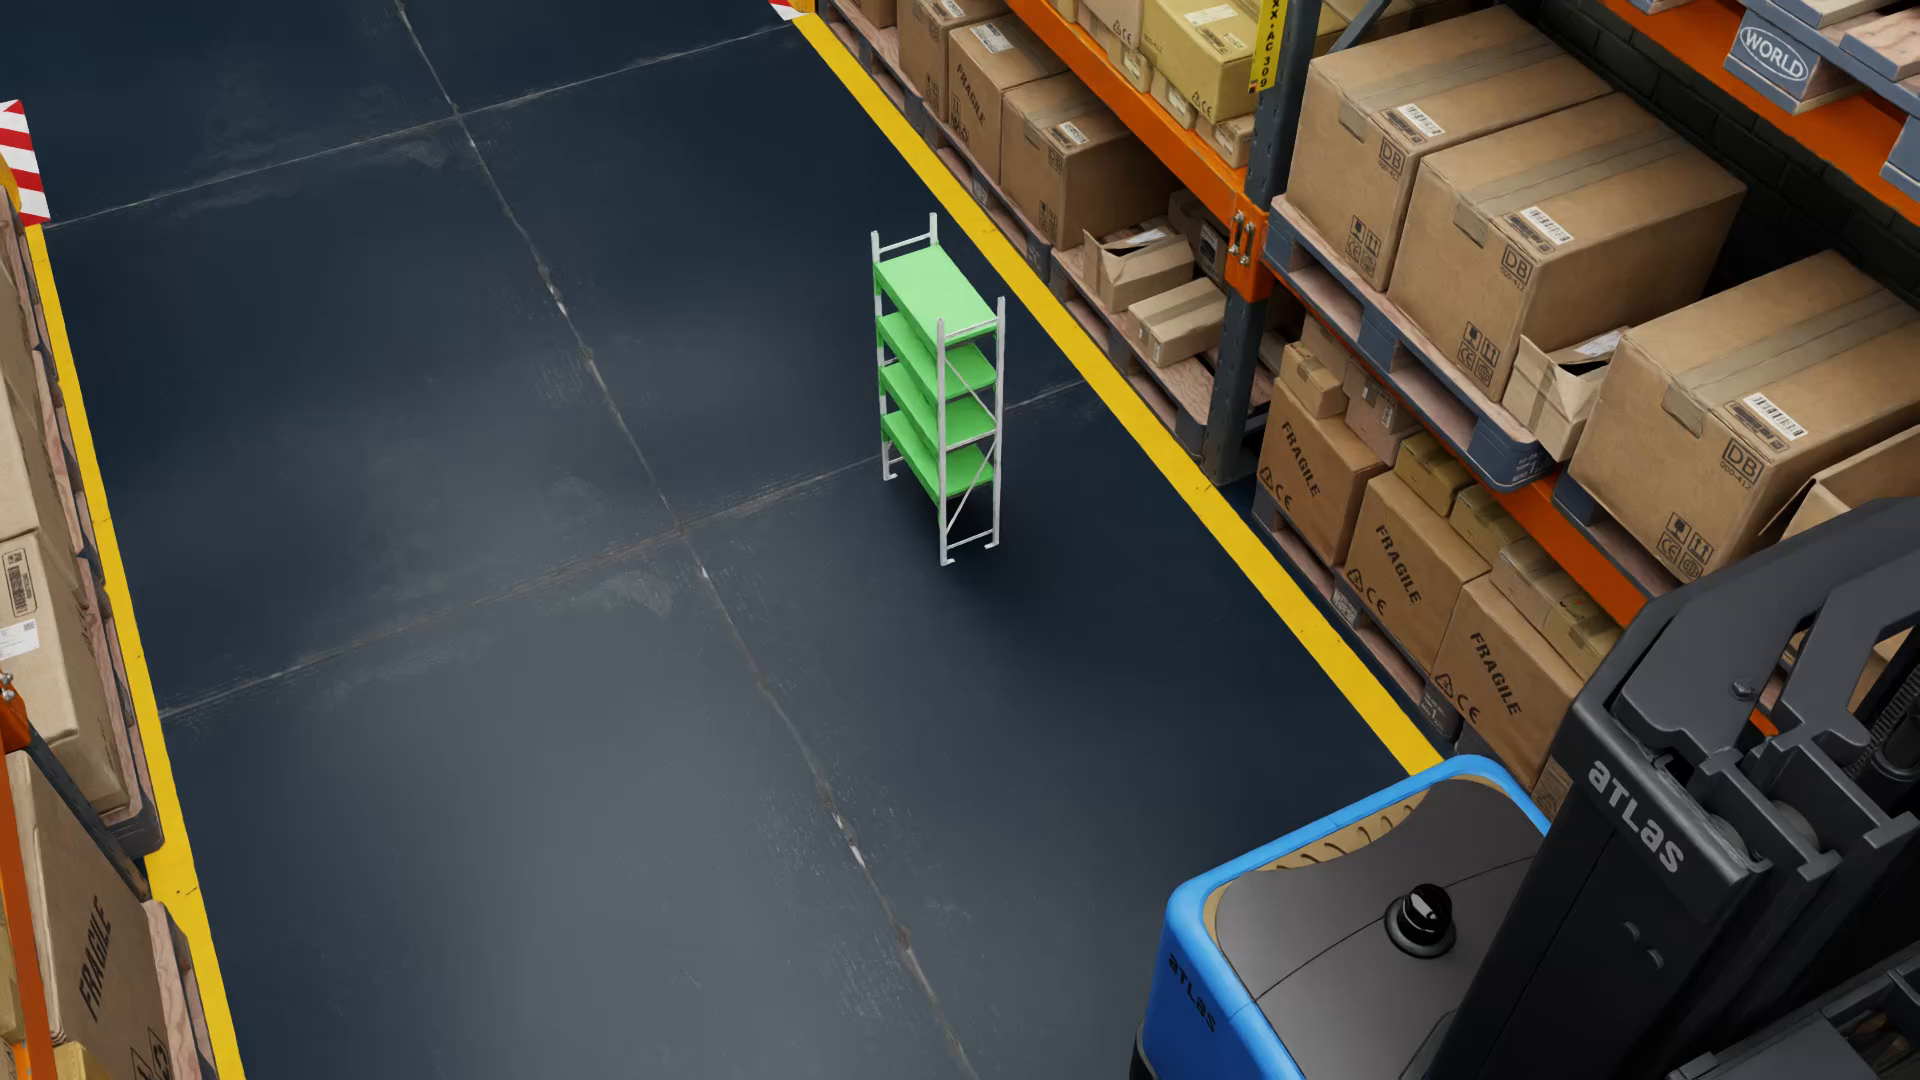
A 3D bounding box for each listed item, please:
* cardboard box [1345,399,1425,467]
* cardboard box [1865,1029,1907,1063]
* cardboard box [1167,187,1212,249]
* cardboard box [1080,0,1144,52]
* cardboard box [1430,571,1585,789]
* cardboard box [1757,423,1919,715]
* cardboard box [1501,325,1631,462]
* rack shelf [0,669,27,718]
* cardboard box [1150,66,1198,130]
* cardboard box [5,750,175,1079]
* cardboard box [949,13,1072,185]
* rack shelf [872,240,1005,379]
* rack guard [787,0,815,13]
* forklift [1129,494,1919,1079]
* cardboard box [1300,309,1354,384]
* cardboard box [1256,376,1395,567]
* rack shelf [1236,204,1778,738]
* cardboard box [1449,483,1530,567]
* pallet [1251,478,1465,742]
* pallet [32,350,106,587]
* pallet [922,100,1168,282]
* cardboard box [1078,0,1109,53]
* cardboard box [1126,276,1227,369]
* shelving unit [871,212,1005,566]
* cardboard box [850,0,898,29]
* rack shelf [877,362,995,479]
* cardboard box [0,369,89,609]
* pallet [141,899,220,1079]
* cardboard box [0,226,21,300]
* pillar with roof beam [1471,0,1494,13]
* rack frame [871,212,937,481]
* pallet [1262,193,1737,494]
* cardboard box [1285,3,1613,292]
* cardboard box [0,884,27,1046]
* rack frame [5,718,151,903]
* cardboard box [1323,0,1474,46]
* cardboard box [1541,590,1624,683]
[{"bbox_3d":[1.530,-0.437,5.590,0.380,0.149,0.250,-22,53,-19],"label":"cardboard box"},{"bbox_3d":[2.633,1.416,4.400,0.500,0.500,0.500,-22,52,-18],"label":"cardboard box"},{"bbox_3d":[1.116,-1.412,7.107,0.380,0.149,0.250,-22,52,-18],"label":"cardboard box"},{"bbox_3d":[0.714,-2.034,5.938,0.500,0.250,0.500,-21,52,-17],"label":"cardboard box"},{"bbox_3d":[1.905,0.376,5.310,0.500,0.500,0.500,-23,53,-19],"label":"cardboard box"},{"bbox_3d":[2.326,0.078,3.842,0.797,0.503,0.637,-22,52,-18],"label":"cardboard box"},{"bbox_3d":[1.701,-0.430,4.444,0.396,0.266,0.258,-19,51,-16],"label":"cardboard box"},{"bbox_3d":[-3.920,-0.788,5.424,1.077,0.370,4.000,-21,52,-18],"label":"rack shelf"},{"bbox_3d":[0.898,-1.609,5.831,0.380,0.149,0.250,-20,52,-17],"label":"cardboard box"},{"bbox_3d":[-2.650,1.263,4.286,0.875,0.875,0.875,-20,52,-16],"label":"cardboard box"},{"bbox_3d":[0.281,-1.975,7.366,0.500,0.500,0.500,-20,52,-17],"label":"cardboard box"},{"bbox_3d":[-0.076,-0.780,5.582,0.258,0.148,0.480,-21,52,-18],"label":"rack shelf"},{"bbox_3d":[-0.389,-3.202,8.718,1.175,0.500,0.348,-21,52,-18],"label":"rack guard"},{"bbox_3d":[1.600,1.438,3.045,1.130,2.935,3.031,-21,52,-17],"label":"forklift"},{"bbox_3d":[1.388,-0.714,5.635,0.380,0.149,0.250,-22,52,-18],"label":"cardboard box"},{"bbox_3d":[1.428,-0.312,5.912,0.500,0.500,0.500,-19,52,-16],"label":"cardboard box"},{"bbox_3d":[2.322,0.177,4.580,1.077,0.370,4.000,-21,52,-18],"label":"rack shelf"},{"bbox_3d":[1.795,-0.090,5.287,0.380,0.149,0.250,-22,52,-18],"label":"cardboard box"},{"bbox_3d":[1.812,0.051,6.065,1.003,0.211,1.213,-21,52,-18],"label":"pallet"},{"bbox_3d":[-3.846,-0.122,6.216,1.003,0.211,1.213,-21,52,-18],"label":"pallet"},{"bbox_3d":[0.531,-1.758,7.647,1.003,0.211,1.213,-21,52,-18],"label":"pallet"},{"bbox_3d":[0.661,-1.959,6.138,0.380,0.149,0.250,-20,52,-17],"label":"cardboard box"},{"bbox_3d":[0.891,-0.870,6.633,0.380,0.149,0.250,-23,53,-19],"label":"cardboard box"},{"bbox_3d":[-0.076,-0.506,5.895,0.258,1.200,0.503,-21,52,-18],"label":"shelving unit"},{"bbox_3d":[-0.228,-2.950,8.217,0.797,0.503,0.637,-23,53,-19],"label":"cardboard box"},{"bbox_3d":[-0.076,-0.464,5.943,0.258,0.148,0.480,-21,52,-18],"label":"rack shelf"},{"bbox_3d":[-3.607,-0.037,5.713,0.875,0.438,0.875,-23,53,-19],"label":"cardboard box"},{"bbox_3d":[-2.585,1.722,4.603,1.003,0.211,1.213,-21,52,-18],"label":"pallet"},{"bbox_3d":[-4.445,-1.251,6.774,0.875,0.438,0.875,-23,53,-19],"label":"cardboard box"},{"bbox_3d":[-1.938,-2.667,2.604,9.100,9.000,0.400,-21,52,-18],"label":"pillar with roof beam"},{"bbox_3d":[-0.187,-0.669,6.038,0.240,1.200,0.015,-21,52,-18],"label":"rack frame"},{"bbox_3d":[1.675,-0.763,5.052,1.003,0.211,1.213,-21,52,-18],"label":"pallet"},{"bbox_3d":[1.429,-1.169,4.934,0.700,0.500,0.500,-20,52,-17],"label":"cardboard box"},{"bbox_3d":[-2.344,0.918,3.554,0.500,0.250,0.500,-22,52,-18],"label":"cardboard box"},{"bbox_3d":[-3.005,0.314,3.983,1.000,3.000,0.127,-21,52,-18],"label":"rack frame"},{"bbox_3d":[1.420,-1.871,5.796,0.500,0.250,0.500,-22,52,-18],"label":"cardboard box"},{"bbox_3d":[1.987,0.257,4.983,0.380,0.149,0.250,-19,52,-16],"label":"cardboard box"}]
